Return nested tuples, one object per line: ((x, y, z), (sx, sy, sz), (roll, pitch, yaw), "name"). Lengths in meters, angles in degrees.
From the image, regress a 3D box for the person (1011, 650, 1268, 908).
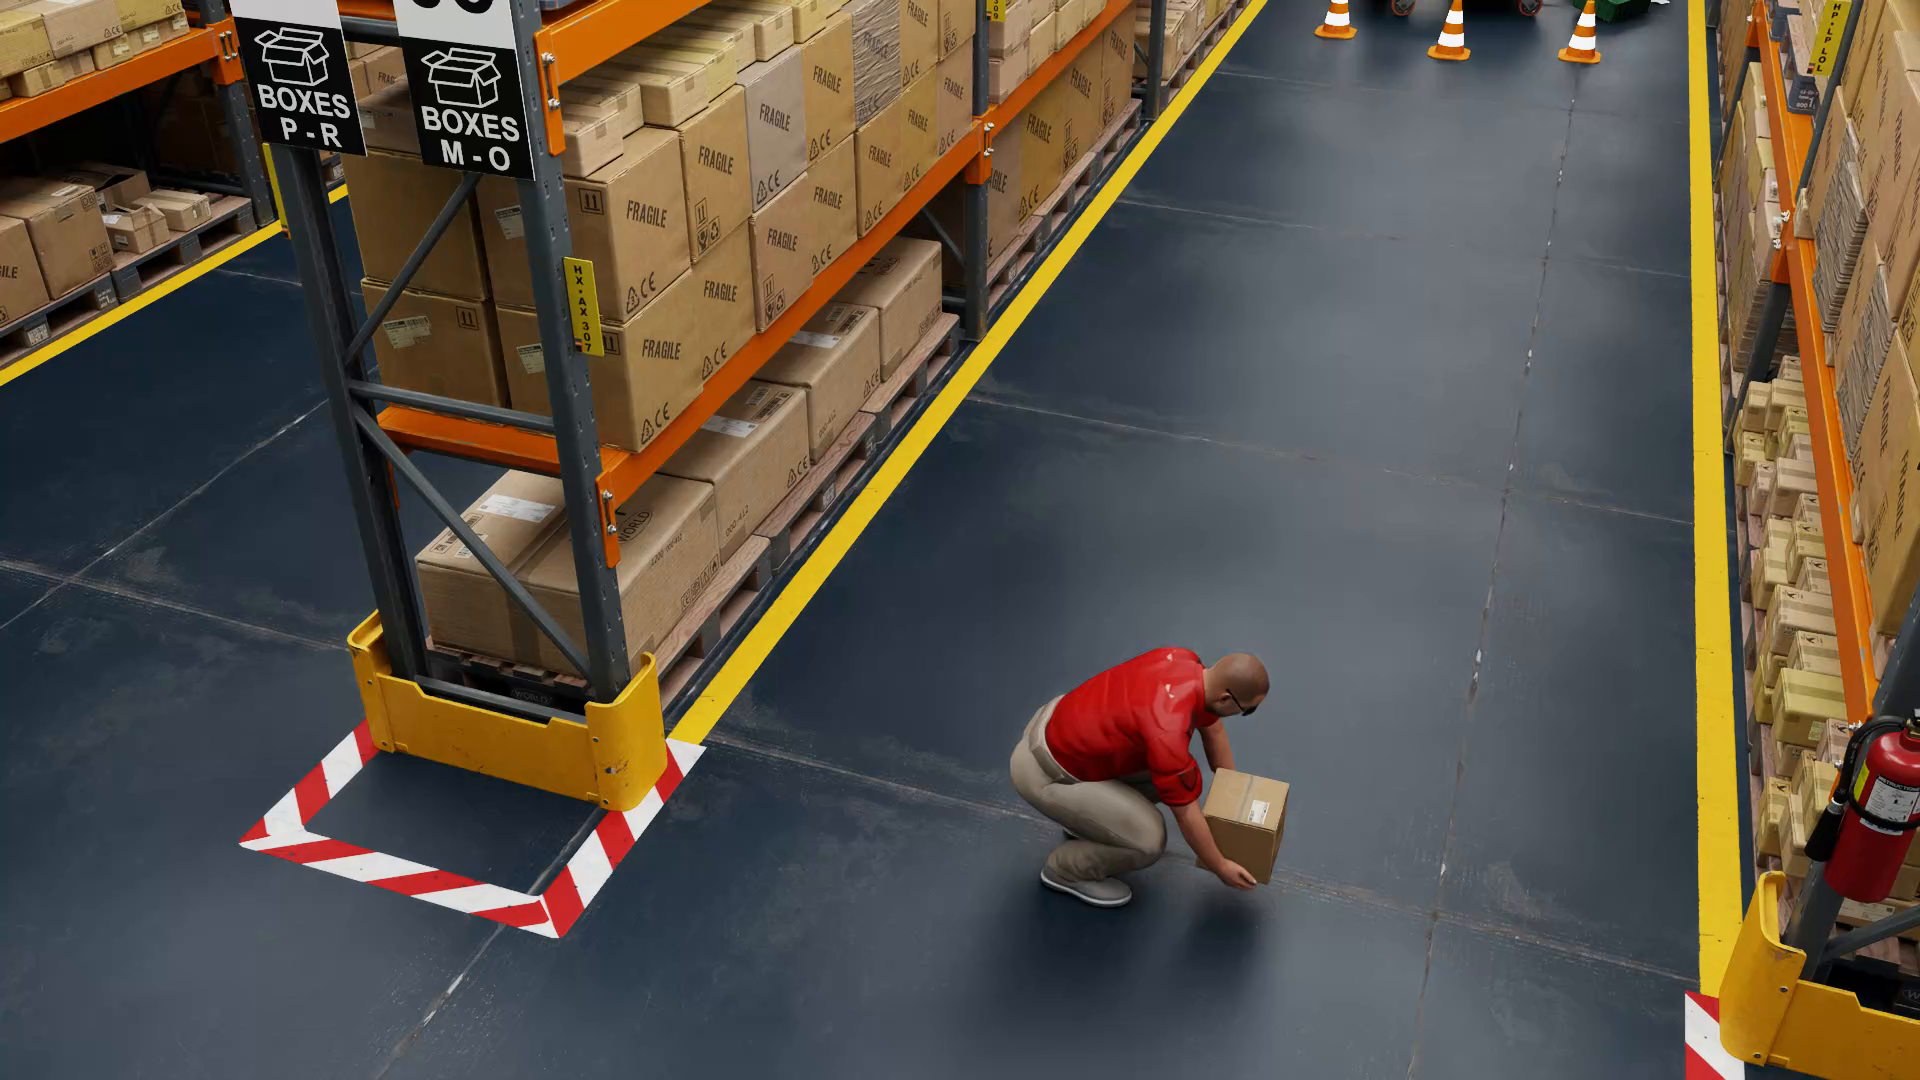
((0.634, 0.768, 5.676), (0.883, 0.972, 0.569), (11, 35, 16), "person")
